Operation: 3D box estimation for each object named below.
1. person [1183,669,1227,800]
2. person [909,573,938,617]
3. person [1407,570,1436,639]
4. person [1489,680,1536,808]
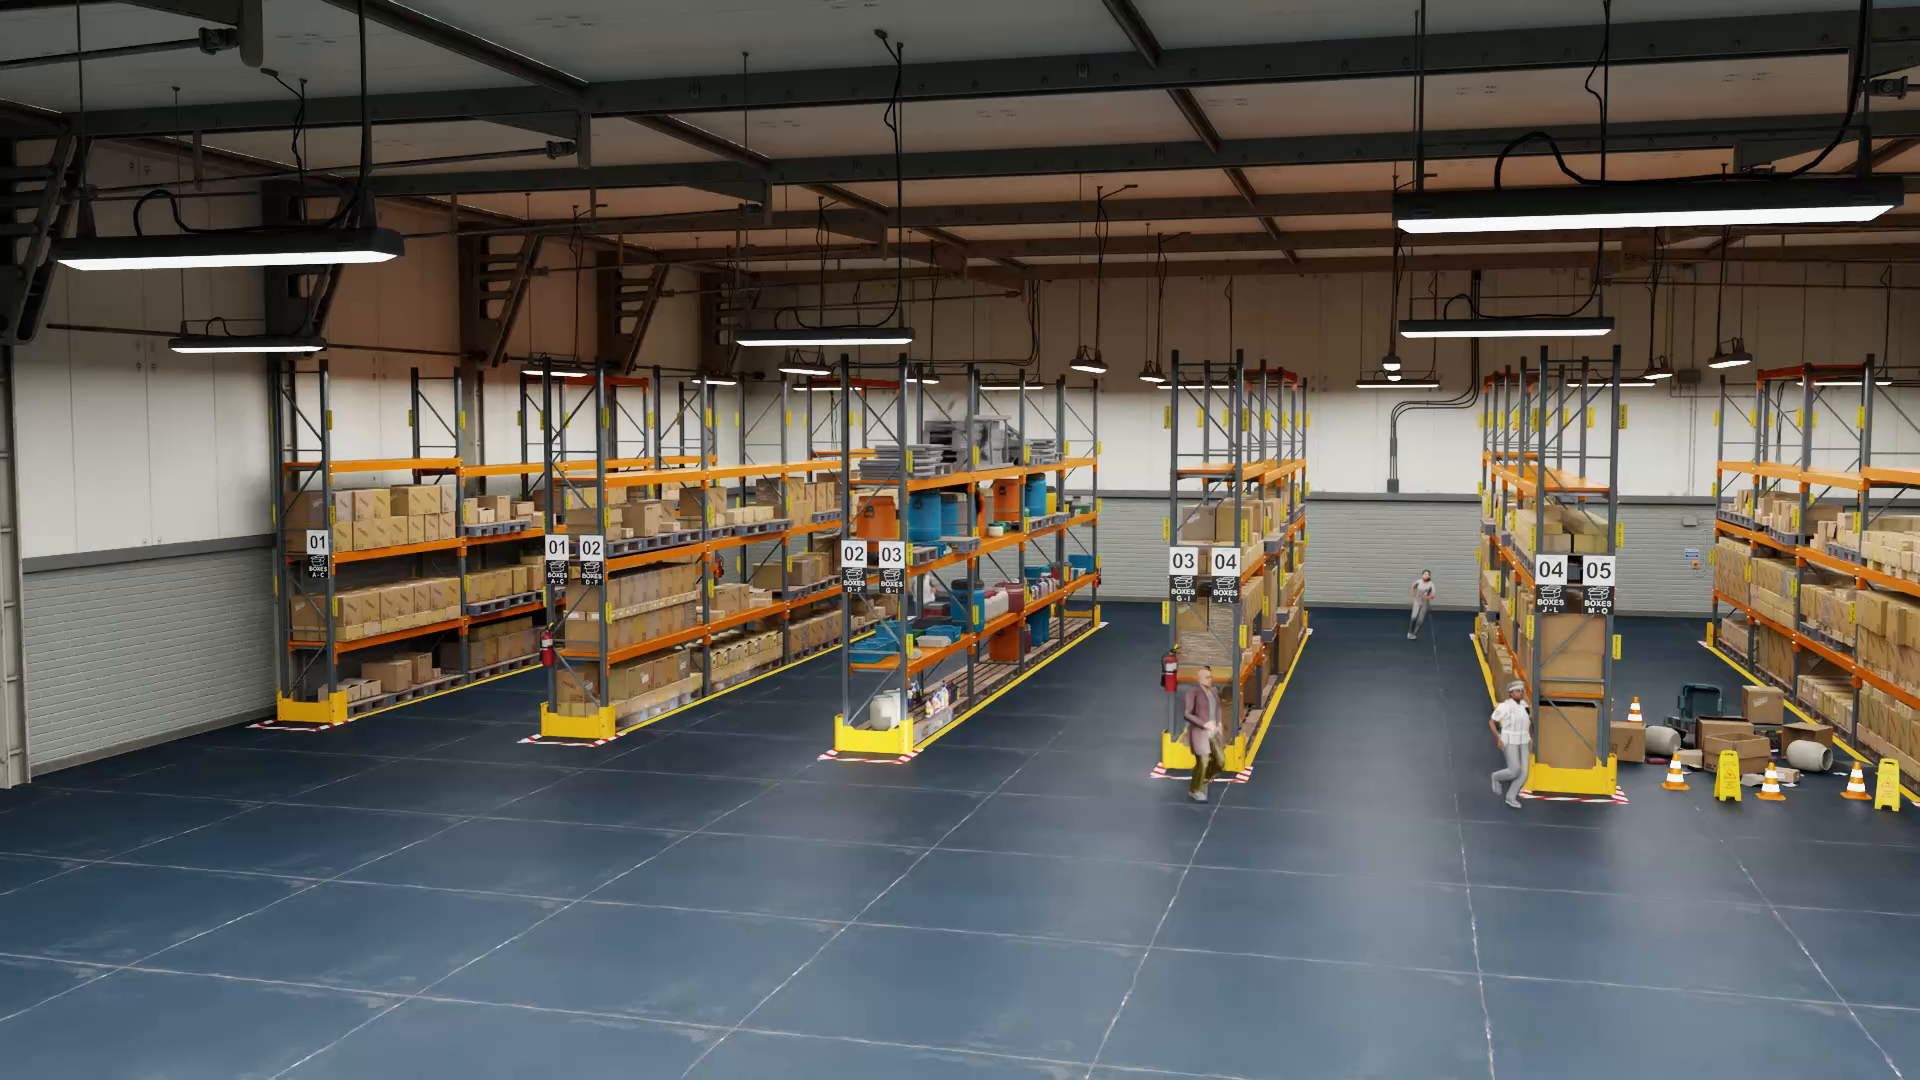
[{"bbox_3d":[3.258,2.560,21.831,0.739,1.738,0.633,-3,5,-33],"label":"person"},{"bbox_3d":[-0.845,1.420,37.508,0.628,1.784,0.692,1,4,8],"label":"person"},{"bbox_3d":[10.485,1.464,37.761,0.611,1.606,0.613,1,4,18],"label":"person"},{"bbox_3d":[7.205,2.635,21.590,0.587,1.658,0.563,-1,4,-16],"label":"person"}]
